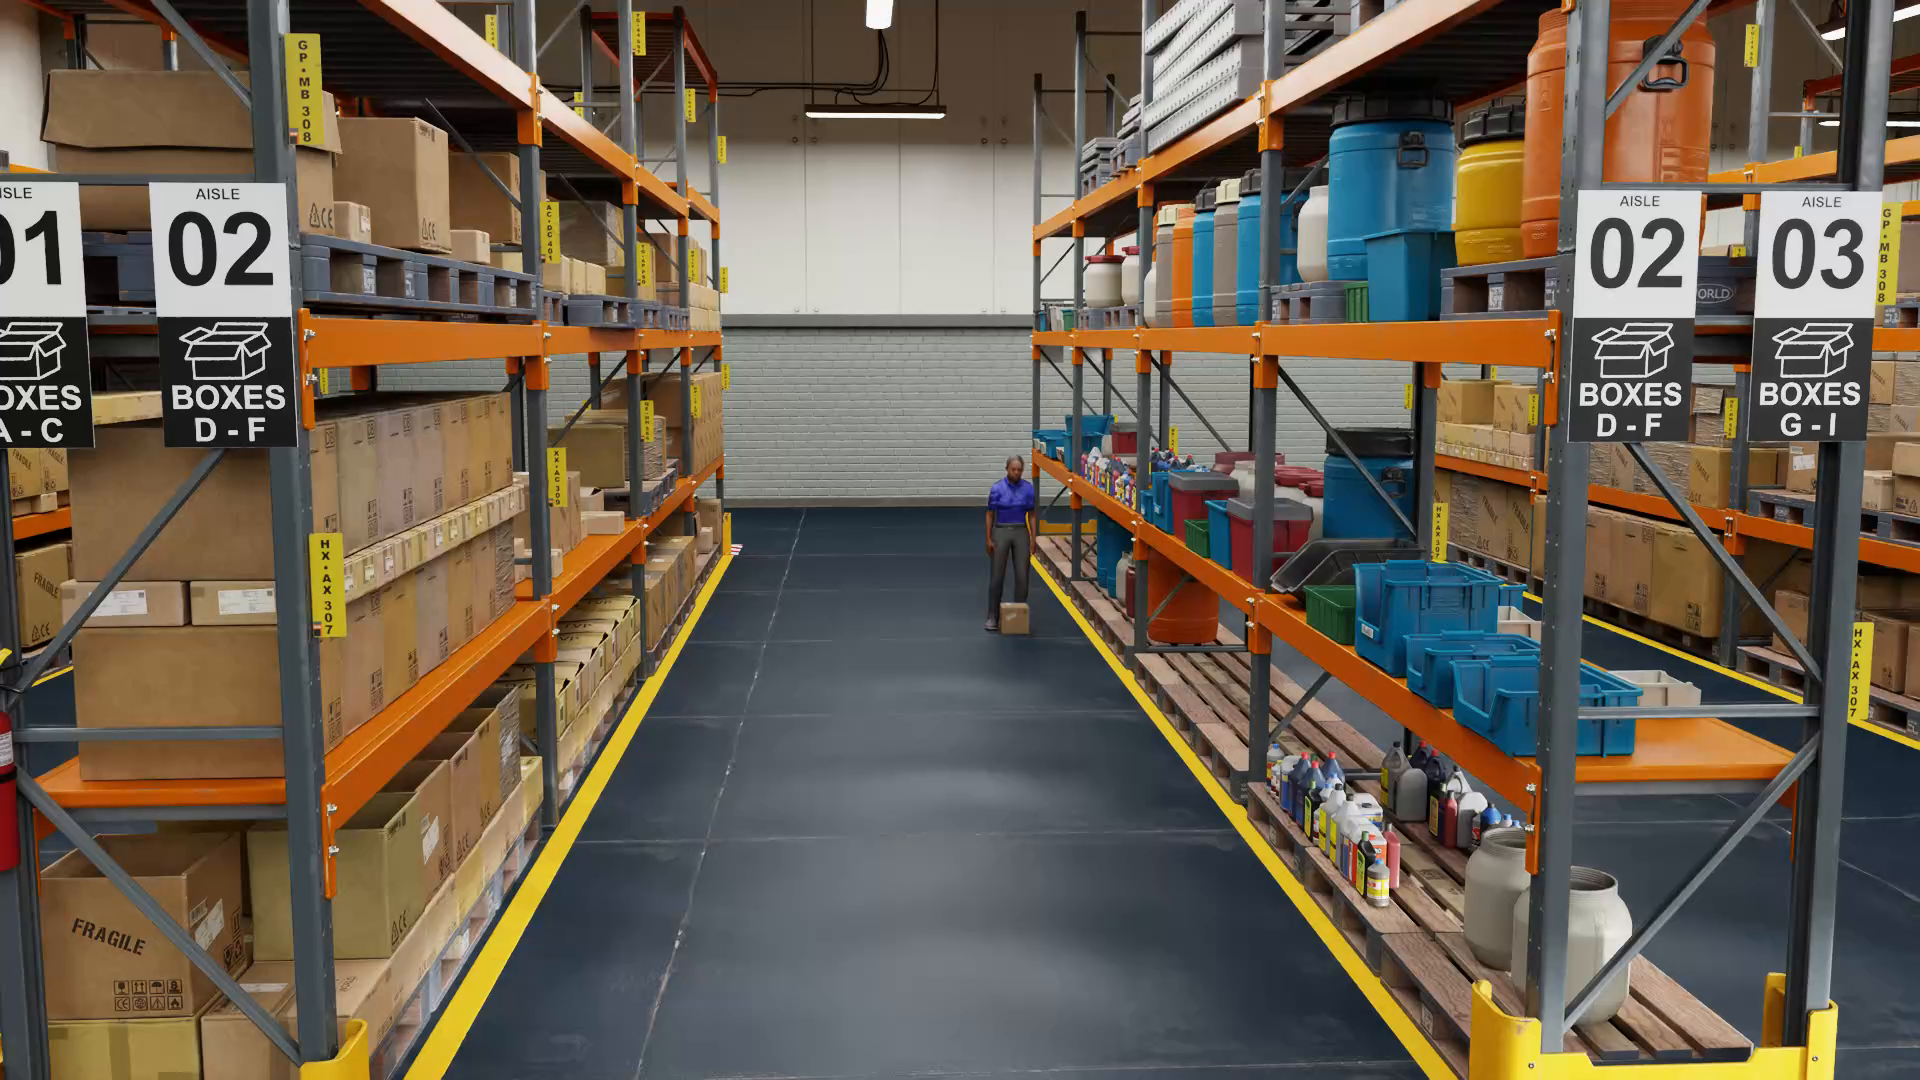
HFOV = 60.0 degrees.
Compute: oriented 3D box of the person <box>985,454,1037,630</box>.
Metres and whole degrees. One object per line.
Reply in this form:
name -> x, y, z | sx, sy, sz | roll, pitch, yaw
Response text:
person -> 0.480, 0.014, 15.664 | 0.514, 1.653, 0.402 | -1, 7, -7
